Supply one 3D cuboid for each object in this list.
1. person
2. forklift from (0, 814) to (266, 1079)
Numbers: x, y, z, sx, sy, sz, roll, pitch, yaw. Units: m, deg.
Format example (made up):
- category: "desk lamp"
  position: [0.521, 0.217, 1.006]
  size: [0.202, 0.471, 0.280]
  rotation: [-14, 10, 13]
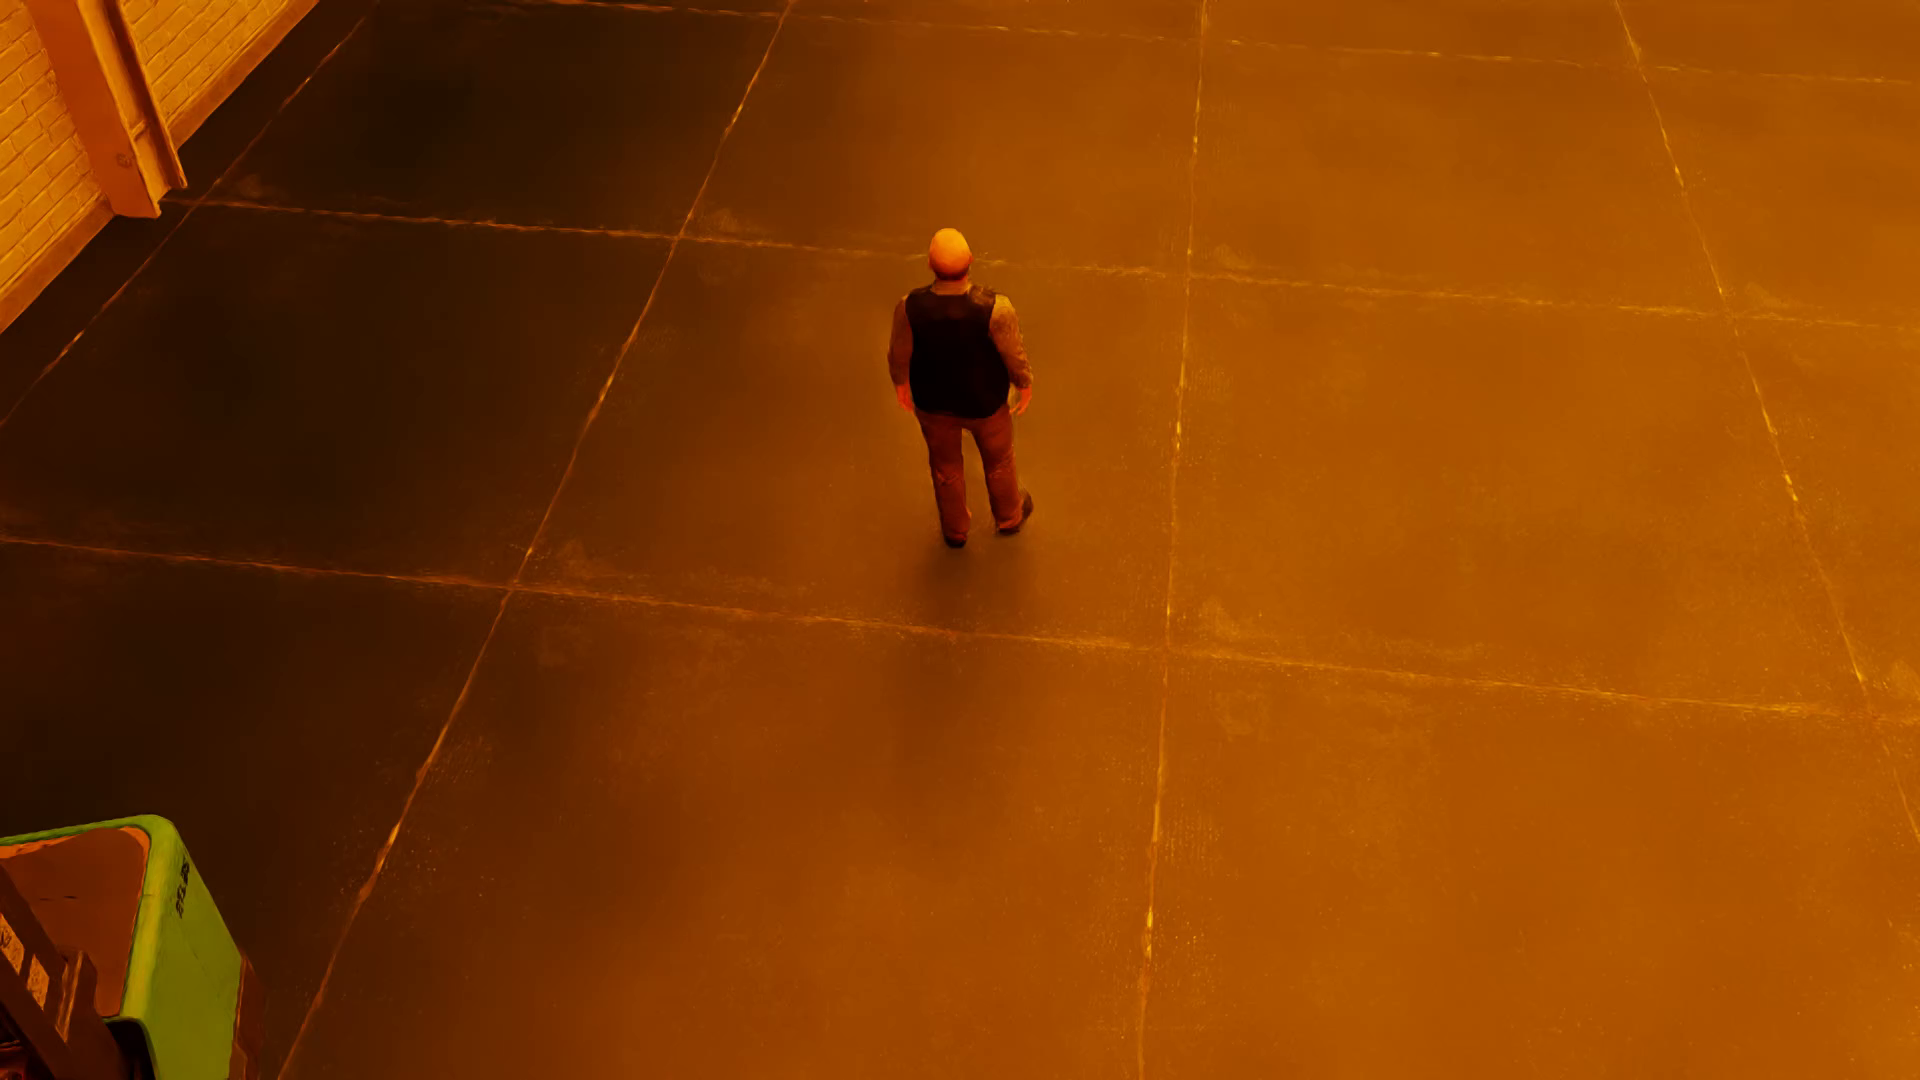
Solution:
- category: "person"
  position: [0.016, -0.680, 7.349]
  size: [0.632, 1.720, 0.567]
  rotation: [5, 43, 6]
- category: "forklift"
  position: [-2.714, 1.628, 3.952]
  size: [1.130, 2.935, 3.031]
  rotation: [-8, 43, -9]
